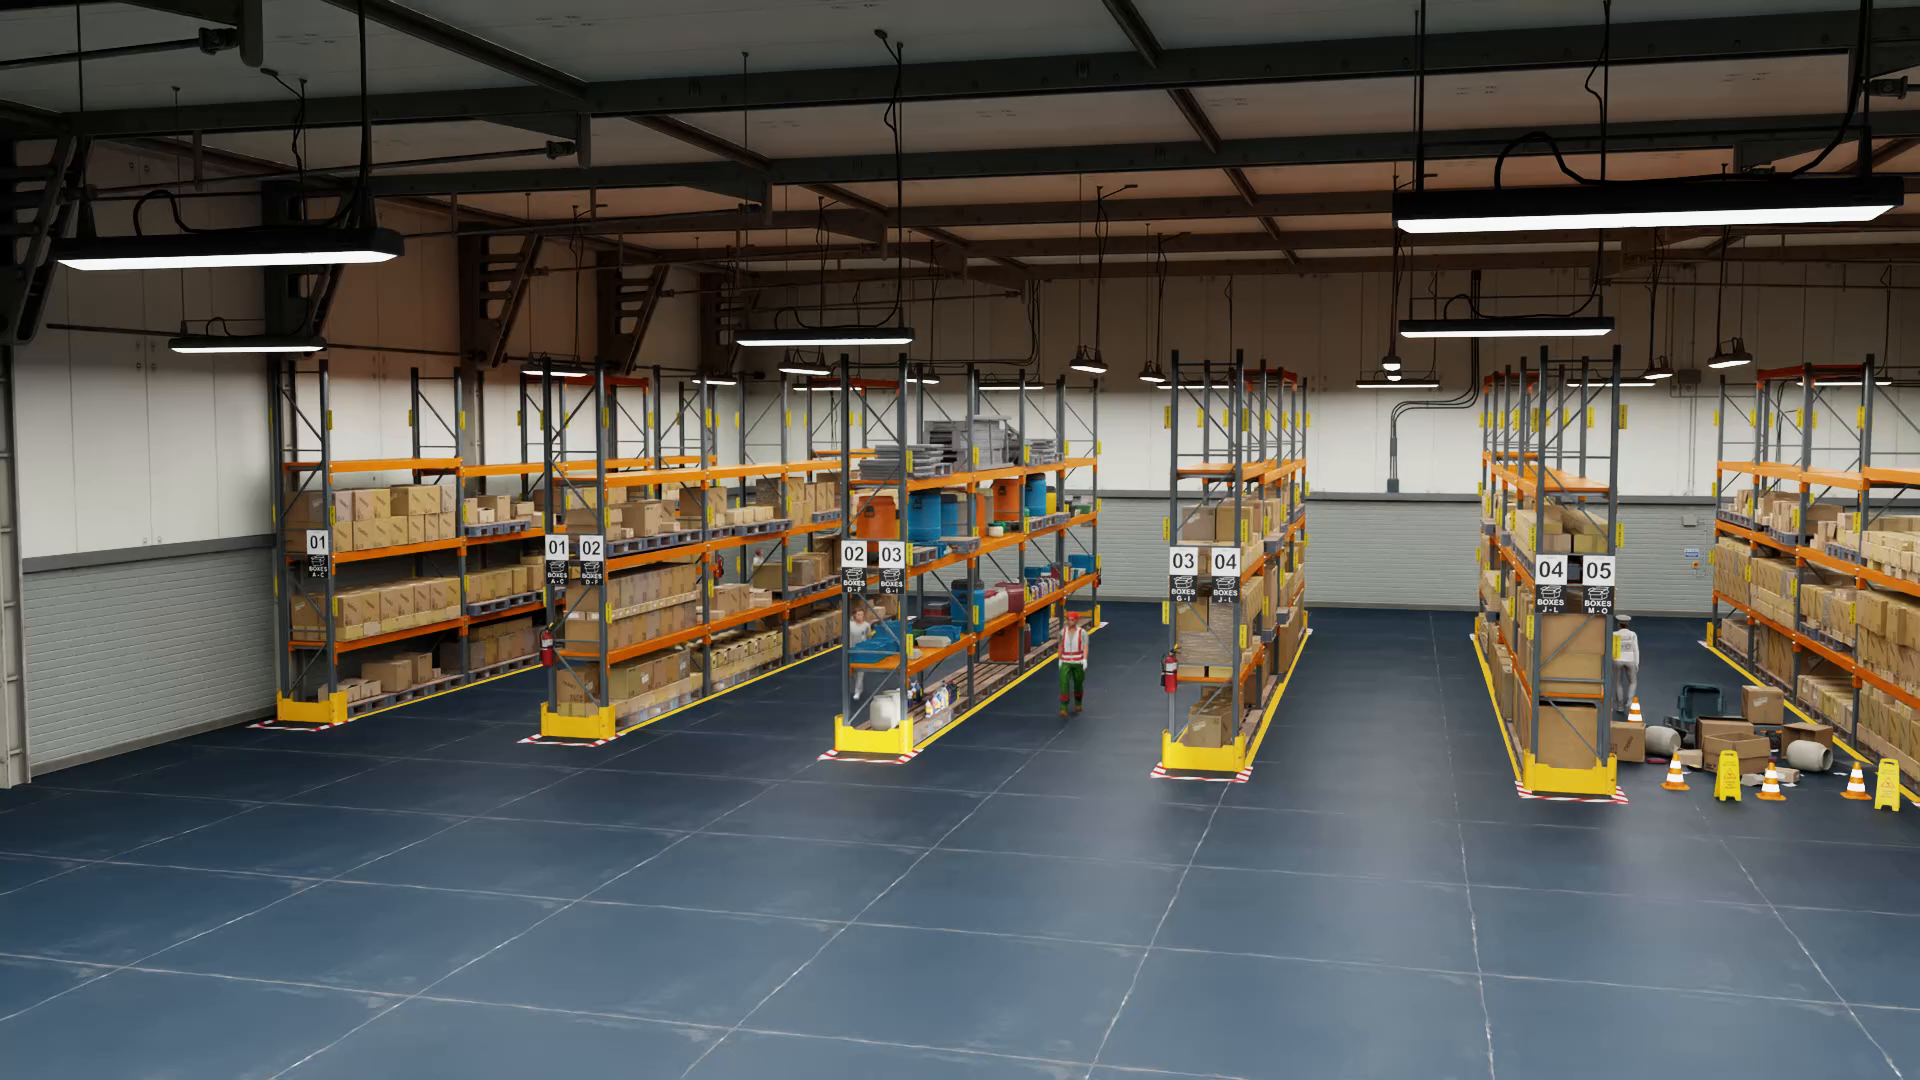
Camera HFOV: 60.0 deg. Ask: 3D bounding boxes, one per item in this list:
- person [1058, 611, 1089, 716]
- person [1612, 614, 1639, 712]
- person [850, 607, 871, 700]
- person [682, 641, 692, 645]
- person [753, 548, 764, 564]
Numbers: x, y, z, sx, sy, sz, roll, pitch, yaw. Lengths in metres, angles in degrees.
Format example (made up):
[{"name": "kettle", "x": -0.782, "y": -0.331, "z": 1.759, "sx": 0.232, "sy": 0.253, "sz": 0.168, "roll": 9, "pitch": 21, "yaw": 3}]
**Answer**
[{"name": "person", "x": 1.902, "y": 2.083, "z": 28.119, "sx": 0.556, "sy": 1.742, "sz": 0.992, "roll": 1, "pitch": 4, "yaw": 12}, {"name": "person", "x": 11.368, "y": 2.125, "z": 28.481, "sx": 0.512, "sy": 1.674, "sz": 0.516, "roll": 1, "pitch": 4, "yaw": 16}, {"name": "person", "x": -1.832, "y": 2.017, "z": 30.036, "sx": 0.436, "sy": 1.615, "sz": 0.961, "roll": 0, "pitch": 4, "yaw": 3}, {"name": "person", "x": -6.146, "y": 1.466, "z": 37.012, "sx": 0.508, "sy": 1.768, "sz": 0.608, "roll": -4, "pitch": 5, "yaw": -41}, {"name": "person", "x": -5.364, "y": 1.024, "z": 44.385, "sx": 0.448, "sy": 1.610, "sz": 0.439, "roll": 1, "pitch": 4, "yaw": 16}]
